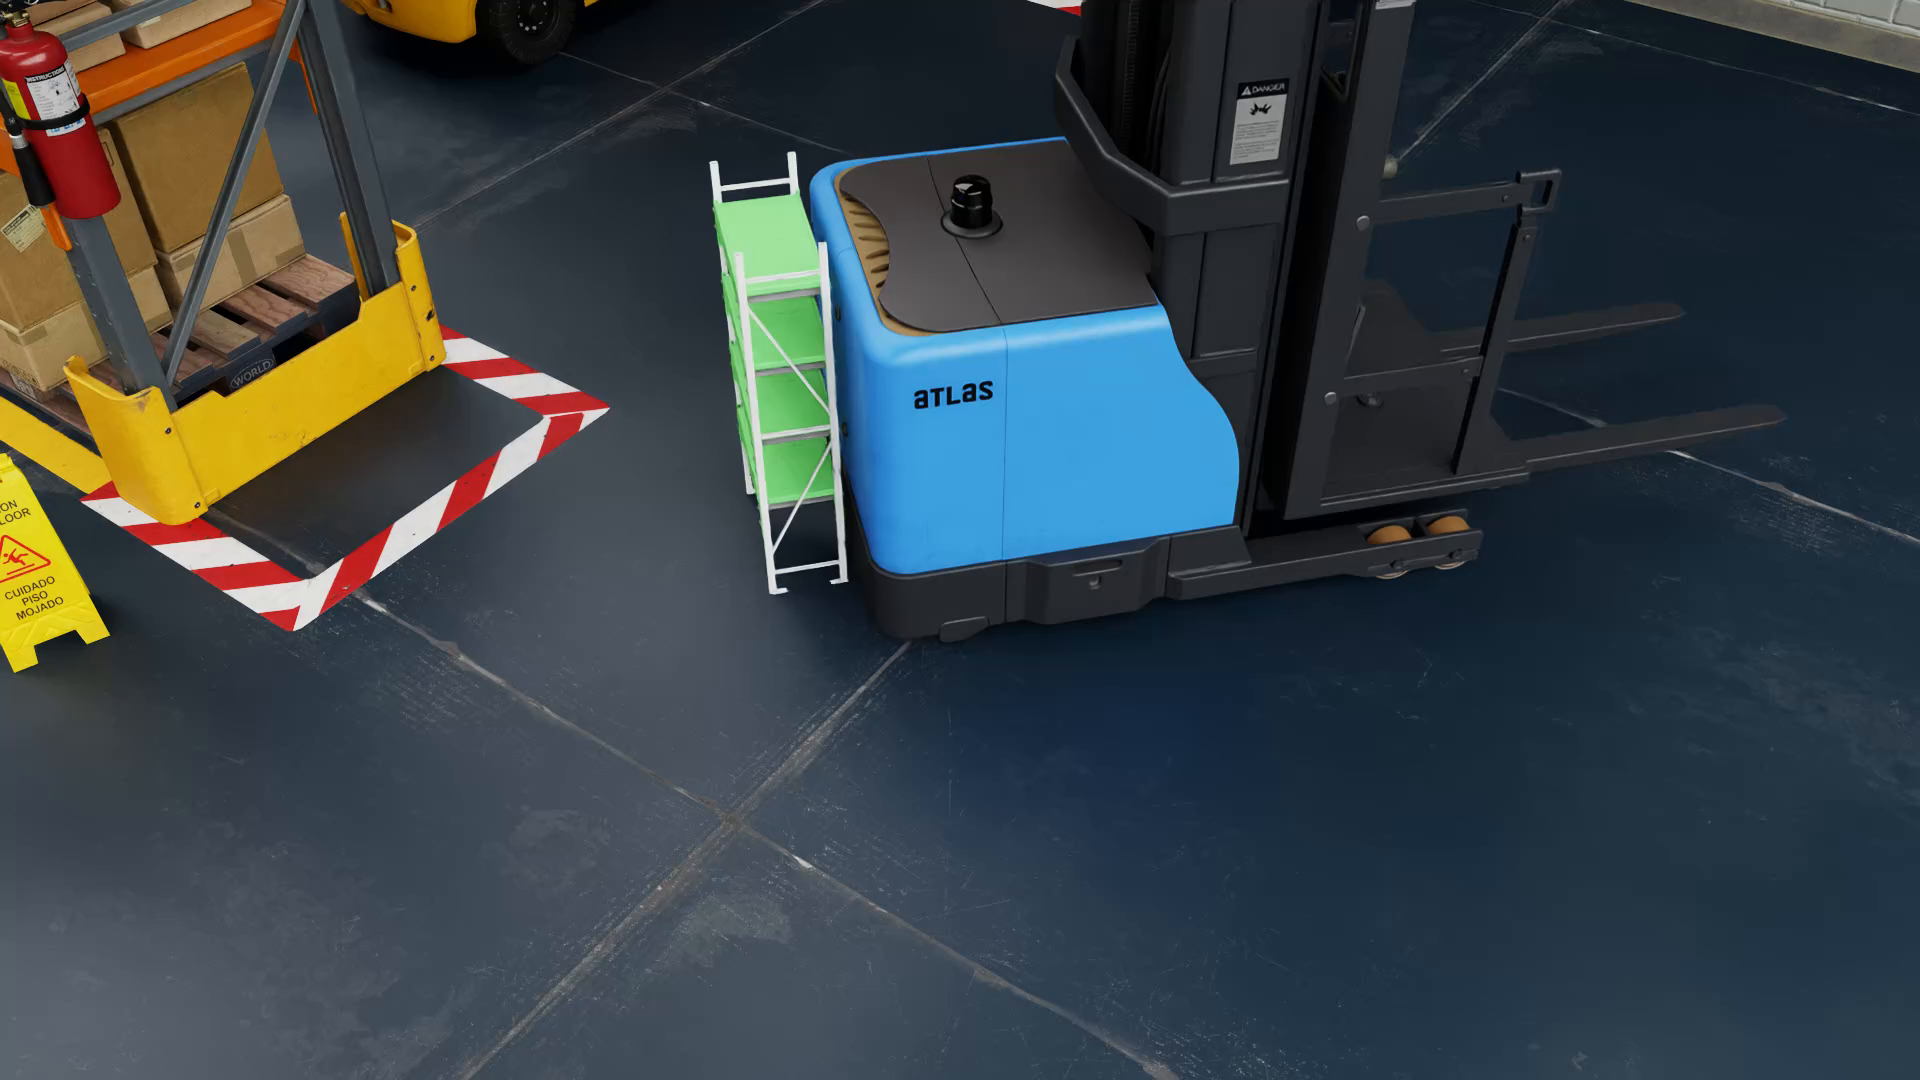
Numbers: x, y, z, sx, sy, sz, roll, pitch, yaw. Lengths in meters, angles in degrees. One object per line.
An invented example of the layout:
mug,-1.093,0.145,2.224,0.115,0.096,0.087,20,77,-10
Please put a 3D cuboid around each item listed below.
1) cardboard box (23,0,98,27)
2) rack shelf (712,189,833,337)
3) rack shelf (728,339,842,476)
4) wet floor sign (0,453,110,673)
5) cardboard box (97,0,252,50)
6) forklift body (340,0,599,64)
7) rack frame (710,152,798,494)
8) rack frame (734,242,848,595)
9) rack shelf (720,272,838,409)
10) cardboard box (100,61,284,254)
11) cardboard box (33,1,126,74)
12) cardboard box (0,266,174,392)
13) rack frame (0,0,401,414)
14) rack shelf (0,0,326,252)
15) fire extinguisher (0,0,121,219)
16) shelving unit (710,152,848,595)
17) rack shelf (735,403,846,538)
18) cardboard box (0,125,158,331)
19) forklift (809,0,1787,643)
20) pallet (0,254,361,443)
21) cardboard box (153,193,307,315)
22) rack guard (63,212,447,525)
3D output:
cardboard box,-2.840,-1.708,4.612,0.500,0.500,0.500,24,47,25
rack shelf,-0.520,-0.771,4.588,0.258,0.148,0.480,-9,43,-10
rack shelf,-0.520,-0.414,4.908,0.258,0.148,0.480,-9,43,-10
wet floor sign,-2.696,0.032,4.731,0.267,0.644,0.232,-25,48,-25
cardboard box,-2.397,-1.652,5.035,0.250,0.149,0.380,25,48,25
forklift body,-1.990,-3.628,7.691,1.214,2.155,2.313,25,48,25
rack frame,-0.578,-0.619,5.042,0.240,1.200,0.015,-9,43,-10
rack frame,-0.463,-0.303,4.689,0.240,1.200,0.015,-9,43,-10
rack shelf,-0.520,-0.593,4.748,0.258,0.148,0.480,-9,43,-10
cardboard box,-2.759,-1.383,5.730,0.500,0.500,0.500,24,47,24
cardboard box,-2.666,-1.436,4.793,0.250,0.149,0.380,27,48,27
cardboard box,-3.073,-0.806,5.649,0.500,0.250,0.500,25,47,25
rack frame,-2.237,-1.503,4.680,0.127,3.000,1.000,25,48,25
rack shelf,-3.875,-2.000,5.776,4.000,0.370,1.077,25,48,25
fire extinguisher,-2.408,-1.178,4.376,0.183,0.674,0.296,25,48,25
shelving unit,-0.520,-0.461,4.866,0.258,1.200,0.503,-9,43,-10
rack shelf,-0.520,-0.235,5.068,0.258,0.148,0.480,-9,43,-10
cardboard box,-3.043,-1.078,5.390,0.500,0.500,0.500,25,48,26
forklift,1.119,-1.308,4.514,3.031,2.935,1.130,-9,43,-10
pallet,-2.944,-0.823,6.011,1.213,0.211,1.003,25,48,25
cardboard box,-2.739,-1.094,5.971,0.500,0.250,0.500,25,47,25
rack guard,-2.300,-0.600,5.546,0.348,0.500,1.175,25,48,25
